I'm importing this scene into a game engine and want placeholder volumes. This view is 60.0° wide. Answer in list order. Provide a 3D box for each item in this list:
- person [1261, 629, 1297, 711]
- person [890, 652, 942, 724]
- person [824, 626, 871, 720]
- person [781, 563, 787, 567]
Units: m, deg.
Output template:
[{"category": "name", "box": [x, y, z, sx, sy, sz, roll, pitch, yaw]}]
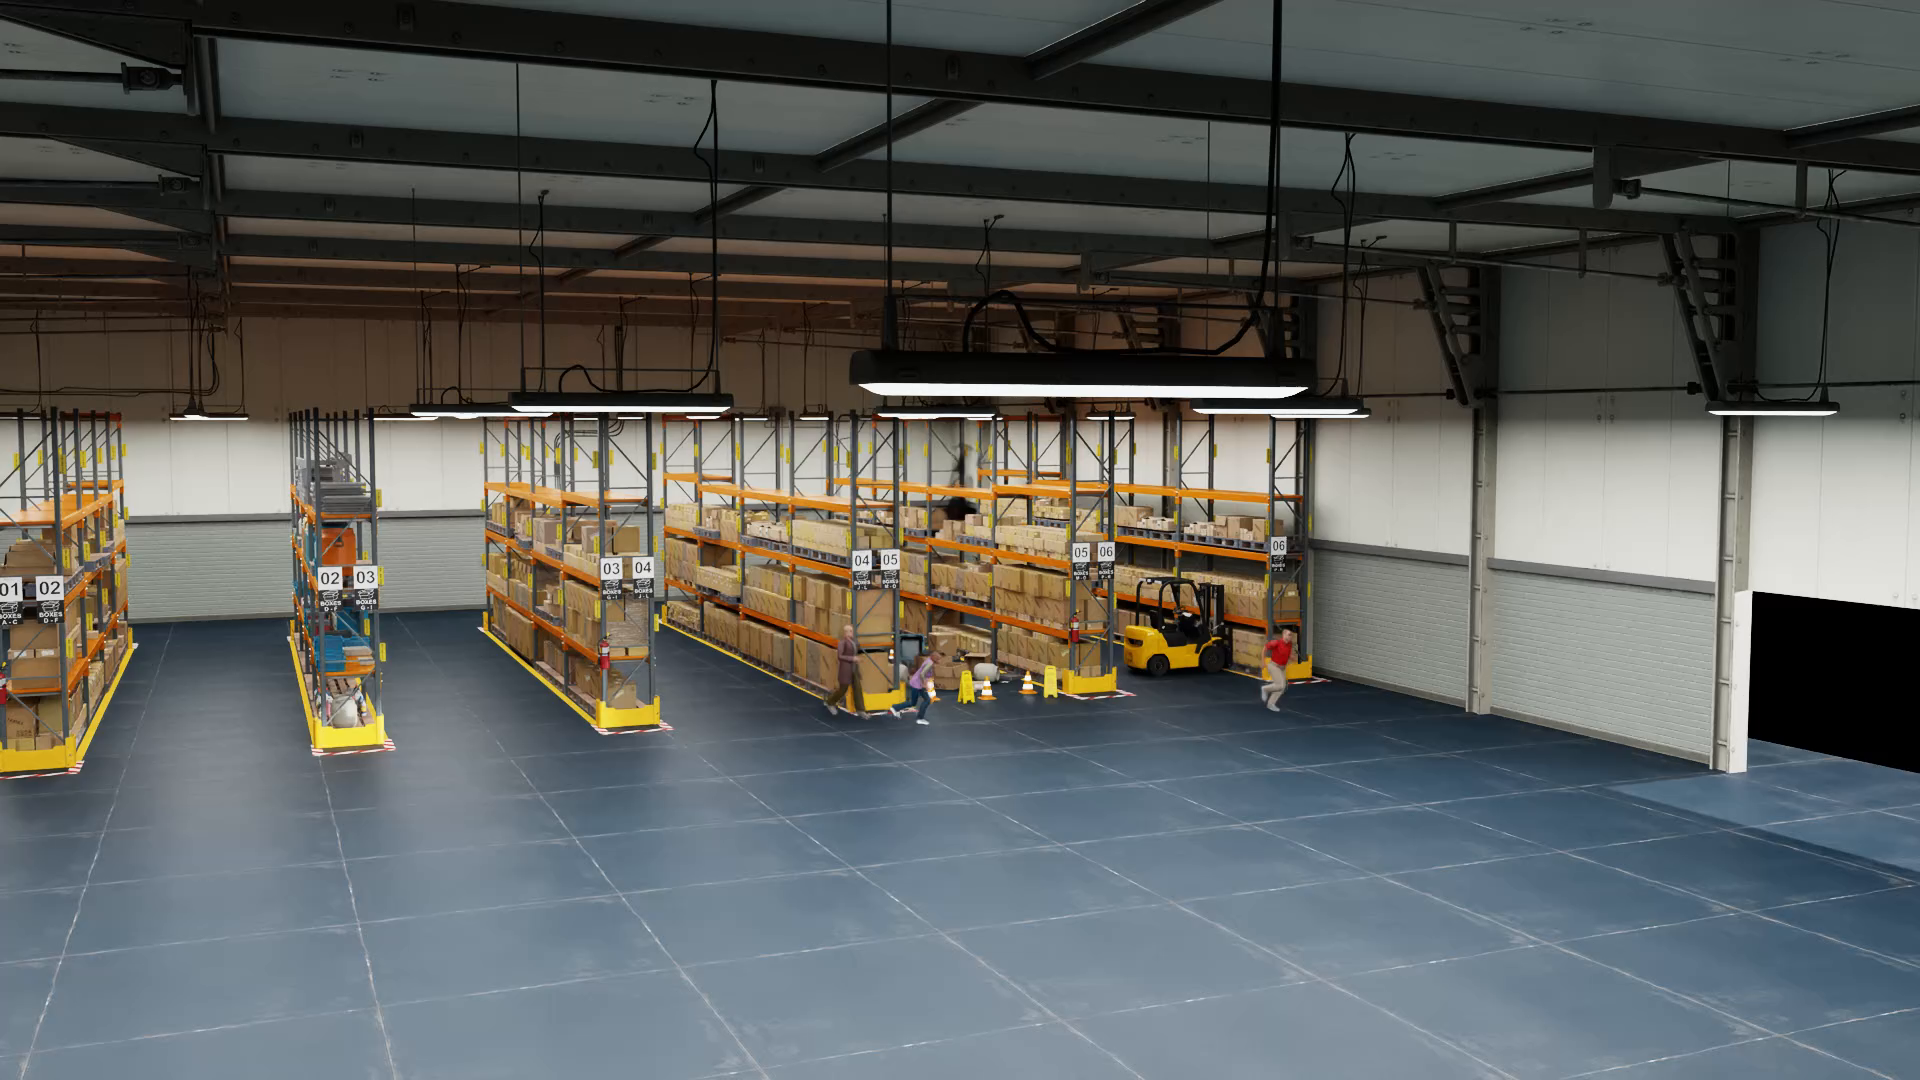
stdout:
[{"category": "person", "box": [6.373, 2.589, 33.173, 0.652, 1.655, 0.748, -4, 6, -45]}, {"category": "person", "box": [-0.847, 2.821, 31.688, 1.011, 1.411, 0.537, 0, 4, 7]}, {"category": "person", "box": [-2.193, 2.605, 32.305, 1.008, 1.727, 0.726, 2, 5, 28]}, {"category": "person", "box": [-4.889, 1.556, 47.069, 0.649, 1.782, 0.972, -3, 5, -36]}]
